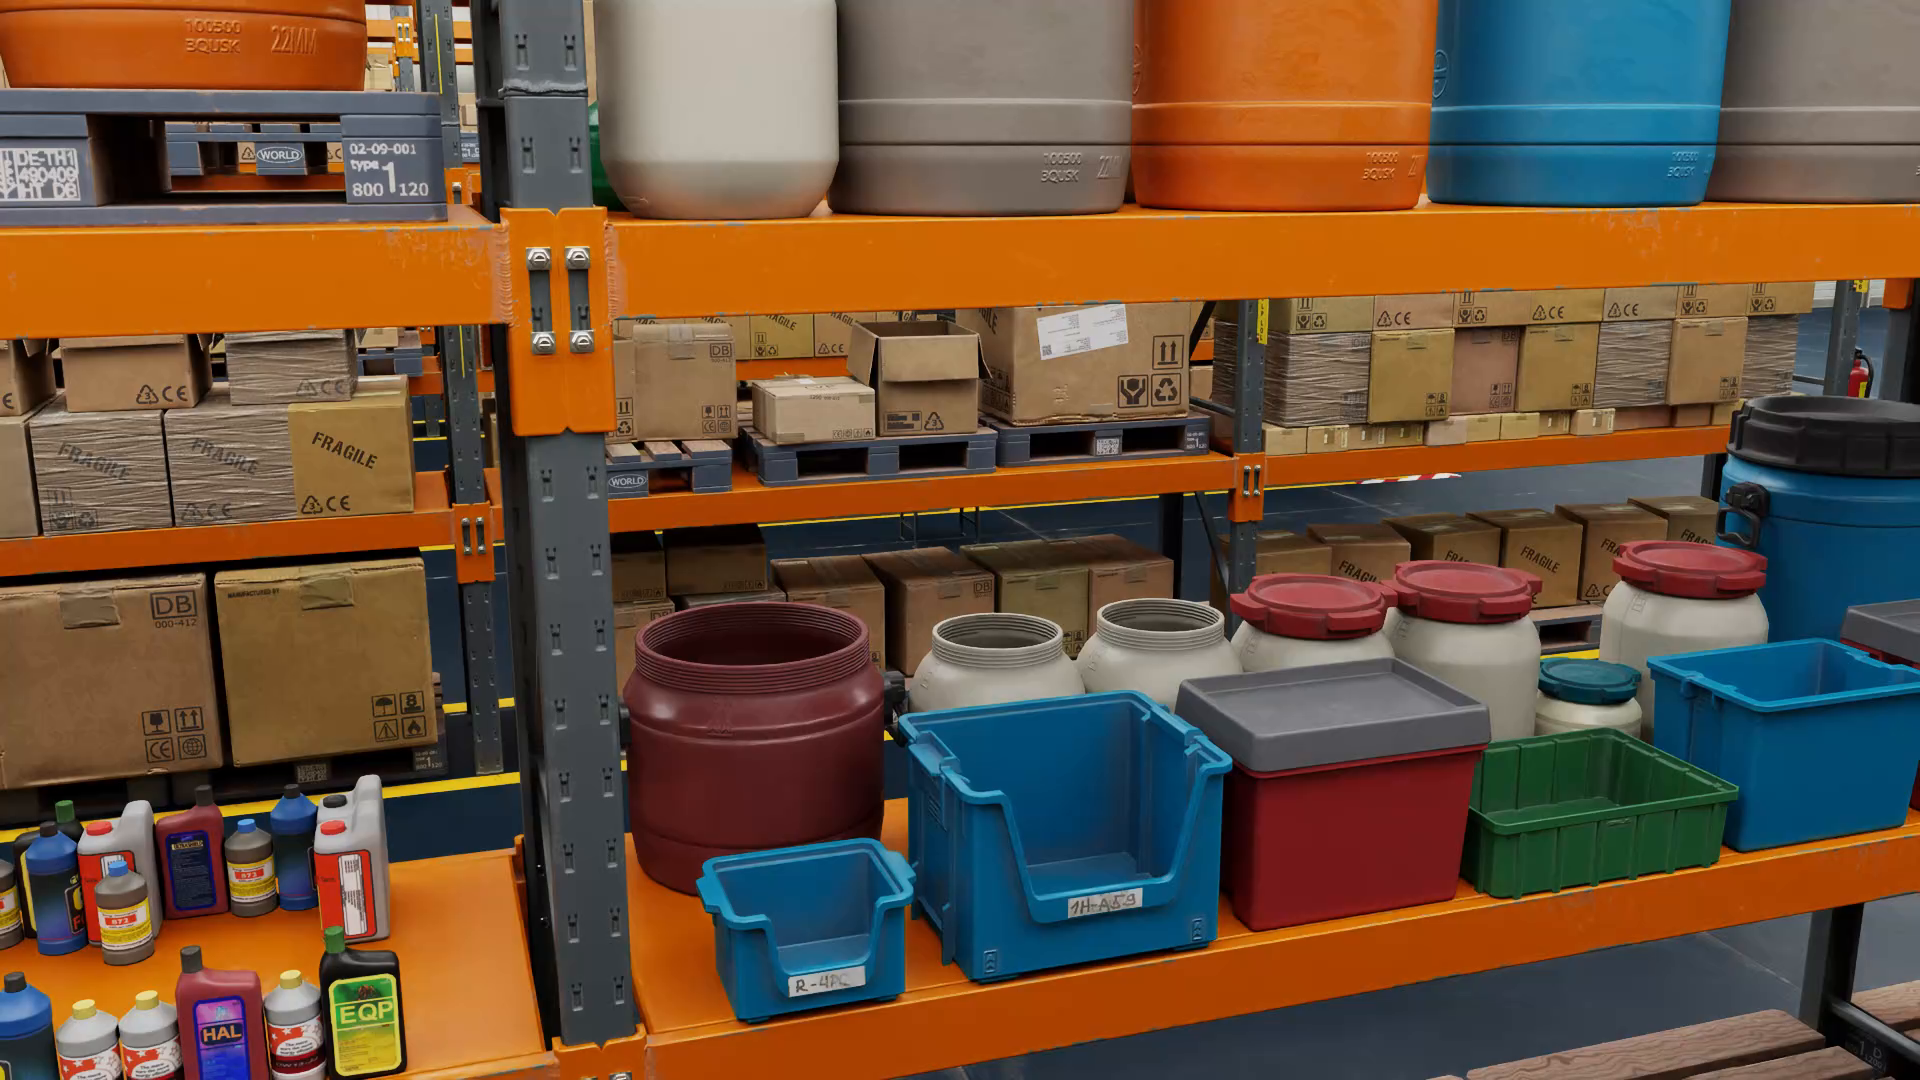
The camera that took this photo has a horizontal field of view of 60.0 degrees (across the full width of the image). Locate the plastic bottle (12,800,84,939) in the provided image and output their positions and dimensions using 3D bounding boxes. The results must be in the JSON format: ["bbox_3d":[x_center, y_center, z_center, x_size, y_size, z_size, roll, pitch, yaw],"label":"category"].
[{"bbox_3d":[-1.912,0.692,3.505,0.133,0.283,0.061,-4,14,-18],"label":"plastic bottle"}]

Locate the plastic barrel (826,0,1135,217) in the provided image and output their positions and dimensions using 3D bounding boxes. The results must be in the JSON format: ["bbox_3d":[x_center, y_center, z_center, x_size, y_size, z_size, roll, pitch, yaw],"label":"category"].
[{"bbox_3d":[0.029,-1.076,3.120,0.600,0.901,0.600,0,13,0],"label":"plastic barrel"}]

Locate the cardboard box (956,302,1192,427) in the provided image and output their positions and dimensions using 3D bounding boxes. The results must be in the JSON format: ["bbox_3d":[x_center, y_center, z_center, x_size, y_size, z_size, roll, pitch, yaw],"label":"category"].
[{"bbox_3d":[0.595,-1.210,9.043,1.000,1.000,1.000,-4,14,-18],"label":"cardboard box"}]

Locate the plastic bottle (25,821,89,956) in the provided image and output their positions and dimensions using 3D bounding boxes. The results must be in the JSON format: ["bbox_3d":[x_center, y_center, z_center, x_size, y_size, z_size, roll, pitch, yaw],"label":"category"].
[{"bbox_3d":[-1.870,0.713,3.439,0.097,0.271,0.097,0,13,0],"label":"plastic bottle"}]

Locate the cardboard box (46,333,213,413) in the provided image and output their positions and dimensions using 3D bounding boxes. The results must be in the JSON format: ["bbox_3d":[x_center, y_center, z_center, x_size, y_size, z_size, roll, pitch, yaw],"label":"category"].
[{"bbox_3d":[-3.715,-0.885,7.499,0.637,0.503,0.797,-4,14,-17],"label":"cardboard box"}]

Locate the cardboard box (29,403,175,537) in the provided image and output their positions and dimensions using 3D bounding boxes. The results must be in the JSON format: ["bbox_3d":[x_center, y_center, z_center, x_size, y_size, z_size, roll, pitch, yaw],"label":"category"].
[{"bbox_3d":[-3.753,-0.330,7.331,0.500,0.500,0.500,-5,14,-20],"label":"cardboard box"}]

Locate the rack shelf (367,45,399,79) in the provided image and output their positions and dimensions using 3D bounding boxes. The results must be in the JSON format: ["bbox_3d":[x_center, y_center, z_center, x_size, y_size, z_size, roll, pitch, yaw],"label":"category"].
[{"bbox_3d":[-9.041,-5.935,20.566,4.000,0.370,1.077,-4,14,-18],"label":"rack shelf"}]

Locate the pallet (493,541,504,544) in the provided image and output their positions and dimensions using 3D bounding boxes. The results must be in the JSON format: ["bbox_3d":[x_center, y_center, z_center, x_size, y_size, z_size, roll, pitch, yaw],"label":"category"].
[{"bbox_3d":[-3.113,-0.227,13.140,1.213,0.211,1.003,-4,14,-18],"label":"pallet"}]

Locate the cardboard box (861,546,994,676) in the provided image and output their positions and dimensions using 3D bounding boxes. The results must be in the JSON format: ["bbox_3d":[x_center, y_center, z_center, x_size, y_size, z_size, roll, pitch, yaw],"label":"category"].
[{"bbox_3d":[-0.184,0.373,9.042,0.500,0.500,0.700,-6,15,-23],"label":"cardboard box"}]

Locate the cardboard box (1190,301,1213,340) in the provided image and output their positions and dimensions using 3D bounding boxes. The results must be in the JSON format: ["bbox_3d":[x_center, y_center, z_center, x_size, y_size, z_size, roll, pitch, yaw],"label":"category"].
[{"bbox_3d":[1.786,-2.061,14.499,0.500,0.550,0.875,-4,14,-18],"label":"cardboard box"}]

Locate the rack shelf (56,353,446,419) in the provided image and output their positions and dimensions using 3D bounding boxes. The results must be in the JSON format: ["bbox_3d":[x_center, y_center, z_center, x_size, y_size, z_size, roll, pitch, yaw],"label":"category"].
[{"bbox_3d":[-5.780,-1.044,12.105,4.000,0.370,1.077,-4,14,-18],"label":"rack shelf"}]

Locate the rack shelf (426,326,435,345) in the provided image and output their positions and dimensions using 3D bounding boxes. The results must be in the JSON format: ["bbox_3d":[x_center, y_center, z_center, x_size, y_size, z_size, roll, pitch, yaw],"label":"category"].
[{"bbox_3d":[-3.663,-2.418,17.879,4.000,0.370,1.077,-4,14,-18],"label":"rack shelf"}]

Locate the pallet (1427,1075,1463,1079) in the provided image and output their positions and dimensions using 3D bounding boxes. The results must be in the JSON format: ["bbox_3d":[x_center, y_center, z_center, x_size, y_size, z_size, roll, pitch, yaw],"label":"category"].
[{"bbox_3d":[1.082,1.859,4.373,1.213,0.211,1.003,-4,14,-18],"label":"pallet"}]

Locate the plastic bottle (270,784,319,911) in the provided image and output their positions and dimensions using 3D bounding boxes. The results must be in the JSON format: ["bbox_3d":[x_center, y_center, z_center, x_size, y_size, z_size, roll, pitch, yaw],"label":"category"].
[{"bbox_3d":[-1.451,0.666,3.639,0.097,0.271,0.097,0,13,0],"label":"plastic bottle"}]

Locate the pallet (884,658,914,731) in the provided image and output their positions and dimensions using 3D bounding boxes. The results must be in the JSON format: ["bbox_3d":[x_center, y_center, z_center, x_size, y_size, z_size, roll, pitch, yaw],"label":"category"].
[{"bbox_3d":[-0.503,0.764,8.977,1.213,0.211,1.003,-4,14,-18],"label":"pallet"}]

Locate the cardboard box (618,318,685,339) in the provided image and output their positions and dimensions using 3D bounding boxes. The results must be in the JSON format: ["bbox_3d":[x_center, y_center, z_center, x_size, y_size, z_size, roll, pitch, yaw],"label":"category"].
[{"bbox_3d":[-2.414,-1.640,12.838,0.500,0.500,0.500,-4,14,-18],"label":"cardboard box"}]

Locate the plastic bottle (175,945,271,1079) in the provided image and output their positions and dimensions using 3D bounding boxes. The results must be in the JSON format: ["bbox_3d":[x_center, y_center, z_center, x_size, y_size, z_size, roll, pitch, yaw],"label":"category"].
[{"bbox_3d":[-1.285,0.837,2.894,0.133,0.283,0.061,-4,14,-18],"label":"plastic bottle"}]

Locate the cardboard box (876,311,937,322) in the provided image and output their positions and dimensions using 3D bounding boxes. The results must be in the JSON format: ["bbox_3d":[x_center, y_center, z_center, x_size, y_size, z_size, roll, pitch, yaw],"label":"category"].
[{"bbox_3d":[-0.503,-1.788,13.464,0.500,0.500,0.500,-5,14,-18],"label":"cardboard box"}]

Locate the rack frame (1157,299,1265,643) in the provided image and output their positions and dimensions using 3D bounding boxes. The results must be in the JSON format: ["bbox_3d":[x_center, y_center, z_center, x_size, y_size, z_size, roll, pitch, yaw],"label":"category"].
[{"bbox_3d":[1.393,-0.742,9.279,0.127,3.000,1.000,-4,14,-18],"label":"rack frame"}]

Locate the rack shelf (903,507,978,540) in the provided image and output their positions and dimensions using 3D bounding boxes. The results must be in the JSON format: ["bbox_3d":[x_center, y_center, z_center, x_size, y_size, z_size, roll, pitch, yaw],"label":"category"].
[{"bbox_3d":[-0.157,-0.315,12.514,0.480,0.518,0.431,-4,14,-18],"label":"rack shelf"}]

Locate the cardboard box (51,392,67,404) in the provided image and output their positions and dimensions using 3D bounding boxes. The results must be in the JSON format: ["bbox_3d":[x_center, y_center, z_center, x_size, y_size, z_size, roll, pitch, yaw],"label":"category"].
[{"bbox_3d":[-3.918,-0.442,7.802,0.500,0.500,0.500,-5,14,-19],"label":"cardboard box"}]

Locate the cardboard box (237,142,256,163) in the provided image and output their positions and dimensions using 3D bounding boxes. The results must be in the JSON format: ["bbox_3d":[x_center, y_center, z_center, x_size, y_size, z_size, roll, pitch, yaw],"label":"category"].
[{"bbox_3d":[-4.814,-2.912,11.705,0.500,0.500,0.500,-4,14,-18],"label":"cardboard box"}]

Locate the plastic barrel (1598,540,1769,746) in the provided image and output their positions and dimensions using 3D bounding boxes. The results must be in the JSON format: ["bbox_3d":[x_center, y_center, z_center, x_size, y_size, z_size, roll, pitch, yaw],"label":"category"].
[{"bbox_3d":[1.996,0.301,4.602,0.433,0.535,0.433,0,13,0],"label":"plastic barrel"}]

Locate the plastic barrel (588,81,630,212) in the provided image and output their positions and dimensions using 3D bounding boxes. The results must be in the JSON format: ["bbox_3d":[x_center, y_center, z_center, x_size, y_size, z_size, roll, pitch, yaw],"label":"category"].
[{"bbox_3d":[-0.601,-0.773,3.266,0.294,0.245,0.294,0,13,0],"label":"plastic barrel"}]

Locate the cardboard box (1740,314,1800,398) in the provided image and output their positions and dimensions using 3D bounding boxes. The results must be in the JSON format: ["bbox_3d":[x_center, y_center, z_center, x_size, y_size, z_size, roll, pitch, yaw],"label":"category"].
[{"bbox_3d":[4.654,-1.196,10.329,0.500,0.500,0.875,-4,14,-18],"label":"cardboard box"}]

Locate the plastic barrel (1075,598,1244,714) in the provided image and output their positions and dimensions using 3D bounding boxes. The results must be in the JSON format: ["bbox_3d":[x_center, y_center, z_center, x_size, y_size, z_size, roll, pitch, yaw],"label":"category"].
[{"bbox_3d":[0.487,0.432,4.105,0.421,0.512,0.421,0,13,0],"label":"plastic barrel"}]

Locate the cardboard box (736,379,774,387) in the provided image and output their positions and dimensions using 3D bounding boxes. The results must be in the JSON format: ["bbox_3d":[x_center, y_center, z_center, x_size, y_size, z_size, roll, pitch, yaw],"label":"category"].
[{"bbox_3d":[-2.264,-1.802,18.507,0.625,0.372,0.950,-4,14,-17],"label":"cardboard box"}]

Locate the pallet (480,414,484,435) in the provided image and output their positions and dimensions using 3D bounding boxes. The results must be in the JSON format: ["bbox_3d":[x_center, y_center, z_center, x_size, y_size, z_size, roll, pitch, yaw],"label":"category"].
[{"bbox_3d":[-4.818,-1.321,17.739,1.213,0.211,1.003,-4,14,-18],"label":"pallet"}]

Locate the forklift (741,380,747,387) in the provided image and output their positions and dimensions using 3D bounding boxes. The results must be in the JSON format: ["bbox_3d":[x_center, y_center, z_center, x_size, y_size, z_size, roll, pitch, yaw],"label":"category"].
[{"bbox_3d":[-2.666,-2.326,16.087,1.130,2.935,3.031,8,16,32],"label":"forklift"}]

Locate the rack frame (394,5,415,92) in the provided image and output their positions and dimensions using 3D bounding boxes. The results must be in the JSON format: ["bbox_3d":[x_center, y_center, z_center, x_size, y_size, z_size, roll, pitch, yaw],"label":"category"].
[{"bbox_3d":[-5.559,-5.539,16.481,0.127,3.000,1.000,-4,14,-18],"label":"rack frame"}]

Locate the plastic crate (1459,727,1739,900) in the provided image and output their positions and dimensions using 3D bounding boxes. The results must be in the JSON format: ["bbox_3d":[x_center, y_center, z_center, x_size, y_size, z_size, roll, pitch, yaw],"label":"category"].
[{"bbox_3d":[1.412,0.638,3.936,0.662,0.188,0.450,-4,14,-18],"label":"plastic crate"}]

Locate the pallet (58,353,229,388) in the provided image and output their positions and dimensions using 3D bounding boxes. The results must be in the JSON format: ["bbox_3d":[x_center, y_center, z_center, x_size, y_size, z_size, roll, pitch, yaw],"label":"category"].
[{"bbox_3d":[-5.748,-1.293,12.013,1.213,0.211,1.003,-4,14,-18],"label":"pallet"}]

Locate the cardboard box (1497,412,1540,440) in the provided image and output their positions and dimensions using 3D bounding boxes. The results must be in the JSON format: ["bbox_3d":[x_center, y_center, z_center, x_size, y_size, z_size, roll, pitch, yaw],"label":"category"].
[{"bbox_3d":[3.110,-0.683,9.575,0.250,0.149,0.380,-4,14,-18],"label":"cardboard box"}]

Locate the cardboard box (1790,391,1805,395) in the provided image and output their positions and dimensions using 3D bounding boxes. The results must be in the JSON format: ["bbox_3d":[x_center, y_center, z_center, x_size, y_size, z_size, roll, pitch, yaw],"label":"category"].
[{"bbox_3d":[4.980,-0.848,10.270,0.250,0.149,0.380,-4,14,-18],"label":"cardboard box"}]

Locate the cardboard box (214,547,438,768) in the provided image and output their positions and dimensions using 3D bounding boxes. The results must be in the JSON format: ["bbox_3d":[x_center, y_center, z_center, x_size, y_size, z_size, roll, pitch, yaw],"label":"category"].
[{"bbox_3d":[-3.059,0.429,8.040,0.875,0.875,1.225,-5,14,-21],"label":"cardboard box"}]

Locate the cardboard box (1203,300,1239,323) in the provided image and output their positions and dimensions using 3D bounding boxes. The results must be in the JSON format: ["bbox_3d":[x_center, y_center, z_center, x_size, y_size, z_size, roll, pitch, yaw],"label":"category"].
[{"bbox_3d":[1.731,-1.515,9.511,0.500,0.500,0.500,-4,14,-18],"label":"cardboard box"}]

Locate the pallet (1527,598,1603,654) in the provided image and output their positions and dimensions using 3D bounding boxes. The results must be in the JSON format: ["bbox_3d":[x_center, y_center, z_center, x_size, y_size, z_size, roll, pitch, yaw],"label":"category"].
[{"bbox_3d":[3.176,0.467,10.225,1.213,0.211,1.003,-4,14,-18],"label":"pallet"}]

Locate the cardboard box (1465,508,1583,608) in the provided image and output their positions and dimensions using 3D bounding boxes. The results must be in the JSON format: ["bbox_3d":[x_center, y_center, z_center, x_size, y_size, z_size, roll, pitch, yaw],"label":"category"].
[{"bbox_3d":[3.432,0.111,10.189,0.500,0.500,0.500,-3,14,-13],"label":"cardboard box"}]

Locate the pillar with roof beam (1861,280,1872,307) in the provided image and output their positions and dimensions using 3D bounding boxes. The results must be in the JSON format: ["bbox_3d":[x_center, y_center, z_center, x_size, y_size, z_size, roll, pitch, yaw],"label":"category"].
[{"bbox_3d":[17.922,-7.748,25.770,0.400,9.000,9.100,-4,14,-18],"label":"pillar with roof beam"}]

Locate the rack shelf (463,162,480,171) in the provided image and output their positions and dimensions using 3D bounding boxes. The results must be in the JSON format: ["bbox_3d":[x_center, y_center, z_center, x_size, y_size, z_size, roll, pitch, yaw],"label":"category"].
[{"bbox_3d":[-1.989,-2.799,12.999,4.000,0.370,1.077,-4,14,-18],"label":"rack shelf"}]

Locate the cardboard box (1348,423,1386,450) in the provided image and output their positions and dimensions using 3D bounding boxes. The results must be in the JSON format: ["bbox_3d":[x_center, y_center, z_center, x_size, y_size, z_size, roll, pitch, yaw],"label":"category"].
[{"bbox_3d":[2.162,-0.610,9.266,0.250,0.149,0.380,-4,14,-18],"label":"cardboard box"}]

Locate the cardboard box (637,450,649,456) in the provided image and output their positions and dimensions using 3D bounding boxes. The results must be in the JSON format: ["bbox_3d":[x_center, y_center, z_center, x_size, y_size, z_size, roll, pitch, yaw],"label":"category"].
[{"bbox_3d":[-2.451,-0.742,13.235,0.750,0.750,1.050,-4,14,-17],"label":"cardboard box"}]

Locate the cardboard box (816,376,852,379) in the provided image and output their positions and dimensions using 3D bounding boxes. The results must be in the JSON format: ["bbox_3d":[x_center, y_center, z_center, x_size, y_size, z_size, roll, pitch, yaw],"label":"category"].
[{"bbox_3d":[-1.172,-1.679,16.986,0.500,0.500,0.500,-4,14,-18],"label":"cardboard box"}]

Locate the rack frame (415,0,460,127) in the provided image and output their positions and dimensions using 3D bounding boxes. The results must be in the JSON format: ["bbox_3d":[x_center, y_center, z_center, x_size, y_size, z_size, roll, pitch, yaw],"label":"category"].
[{"bbox_3d":[-2.398,-3.365,7.344,0.127,3.000,1.000,-4,14,-18],"label":"rack frame"}]

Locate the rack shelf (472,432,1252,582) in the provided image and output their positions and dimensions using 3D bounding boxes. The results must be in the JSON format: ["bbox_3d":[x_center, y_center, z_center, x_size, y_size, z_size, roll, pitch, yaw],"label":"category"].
[{"bbox_3d":[-0.503,-0.244,8.742,4.000,0.370,1.077,-4,14,-18],"label":"rack shelf"}]

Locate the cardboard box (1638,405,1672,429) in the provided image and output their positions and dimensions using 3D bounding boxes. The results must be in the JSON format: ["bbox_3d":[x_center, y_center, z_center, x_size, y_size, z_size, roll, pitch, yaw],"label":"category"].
[{"bbox_3d":[4.030,-0.776,9.966,0.250,0.149,0.380,-4,14,-18],"label":"cardboard box"}]

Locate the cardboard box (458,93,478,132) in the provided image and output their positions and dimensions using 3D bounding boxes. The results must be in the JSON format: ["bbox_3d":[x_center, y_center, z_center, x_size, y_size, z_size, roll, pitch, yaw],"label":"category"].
[{"bbox_3d":[-6.381,-5.469,21.332,0.500,0.500,0.500,-4,14,-18],"label":"cardboard box"}]

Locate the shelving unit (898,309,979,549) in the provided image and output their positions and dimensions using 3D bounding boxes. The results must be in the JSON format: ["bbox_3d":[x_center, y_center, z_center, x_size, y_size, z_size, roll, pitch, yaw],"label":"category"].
[{"bbox_3d":[-0.157,-1.009,12.348,0.503,2.100,0.431,-4,14,-18],"label":"shelving unit"}]

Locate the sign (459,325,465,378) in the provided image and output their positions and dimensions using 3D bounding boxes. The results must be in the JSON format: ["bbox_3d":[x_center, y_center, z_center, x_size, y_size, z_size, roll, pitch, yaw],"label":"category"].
[{"bbox_3d":[-2.218,-0.888,7.393,0.005,0.325,0.100,-4,14,-18],"label":"sign"}]

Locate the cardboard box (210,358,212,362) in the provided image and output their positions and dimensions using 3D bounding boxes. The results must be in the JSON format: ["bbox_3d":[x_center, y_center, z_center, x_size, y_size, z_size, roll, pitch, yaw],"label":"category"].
[{"bbox_3d":[-7.934,-1.627,16.685,0.875,0.875,0.875,-4,14,-16],"label":"cardboard box"}]

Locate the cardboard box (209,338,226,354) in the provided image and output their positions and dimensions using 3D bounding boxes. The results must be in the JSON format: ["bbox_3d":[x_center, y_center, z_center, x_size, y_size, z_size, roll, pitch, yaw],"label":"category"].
[{"bbox_3d":[-5.177,-1.412,11.732,0.250,0.149,0.380,-5,14,-21],"label":"cardboard box"}]

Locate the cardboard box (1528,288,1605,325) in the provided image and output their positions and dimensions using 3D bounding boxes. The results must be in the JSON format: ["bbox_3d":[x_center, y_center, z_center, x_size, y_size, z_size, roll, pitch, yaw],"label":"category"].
[{"bbox_3d":[3.318,-1.512,9.499,0.500,0.500,0.500,-4,14,-18],"label":"cardboard box"}]

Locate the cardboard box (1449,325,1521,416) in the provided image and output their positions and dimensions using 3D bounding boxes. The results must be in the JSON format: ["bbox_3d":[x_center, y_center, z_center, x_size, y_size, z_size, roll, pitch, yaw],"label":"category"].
[{"bbox_3d":[2.766,-1.043,9.686,0.500,0.500,0.875,-4,14,-18],"label":"cardboard box"}]

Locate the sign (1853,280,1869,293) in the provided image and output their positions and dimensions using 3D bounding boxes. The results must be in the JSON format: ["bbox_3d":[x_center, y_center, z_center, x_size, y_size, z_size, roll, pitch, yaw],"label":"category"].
[{"bbox_3d":[5.342,-1.631,9.832,0.005,0.325,0.100,-4,14,-18],"label":"sign"}]

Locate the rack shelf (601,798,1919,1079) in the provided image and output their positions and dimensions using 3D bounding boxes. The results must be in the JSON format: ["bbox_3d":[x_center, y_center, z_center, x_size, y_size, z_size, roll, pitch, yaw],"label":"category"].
[{"bbox_3d":[1.077,0.842,4.175,4.000,0.370,1.077,-4,14,-18],"label":"rack shelf"}]

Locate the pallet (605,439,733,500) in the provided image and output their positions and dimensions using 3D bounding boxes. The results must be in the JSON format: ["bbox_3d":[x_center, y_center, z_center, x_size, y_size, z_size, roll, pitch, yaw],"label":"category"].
[{"bbox_3d":[-1.757,-0.429,8.379,1.003,0.211,1.213,-4,14,-18],"label":"pallet"}]

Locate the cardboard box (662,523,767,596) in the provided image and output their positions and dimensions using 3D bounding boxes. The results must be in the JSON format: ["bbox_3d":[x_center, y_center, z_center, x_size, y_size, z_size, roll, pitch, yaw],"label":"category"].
[{"bbox_3d":[-1.273,0.093,8.599,0.500,0.250,0.500,-3,14,-12],"label":"cardboard box"}]

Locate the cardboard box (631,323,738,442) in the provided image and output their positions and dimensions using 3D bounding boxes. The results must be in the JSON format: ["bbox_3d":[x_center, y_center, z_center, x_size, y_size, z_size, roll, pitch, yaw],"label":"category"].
[{"bbox_3d":[-1.402,-0.811,8.447,0.500,0.500,0.700,-2,14,-10],"label":"cardboard box"}]
